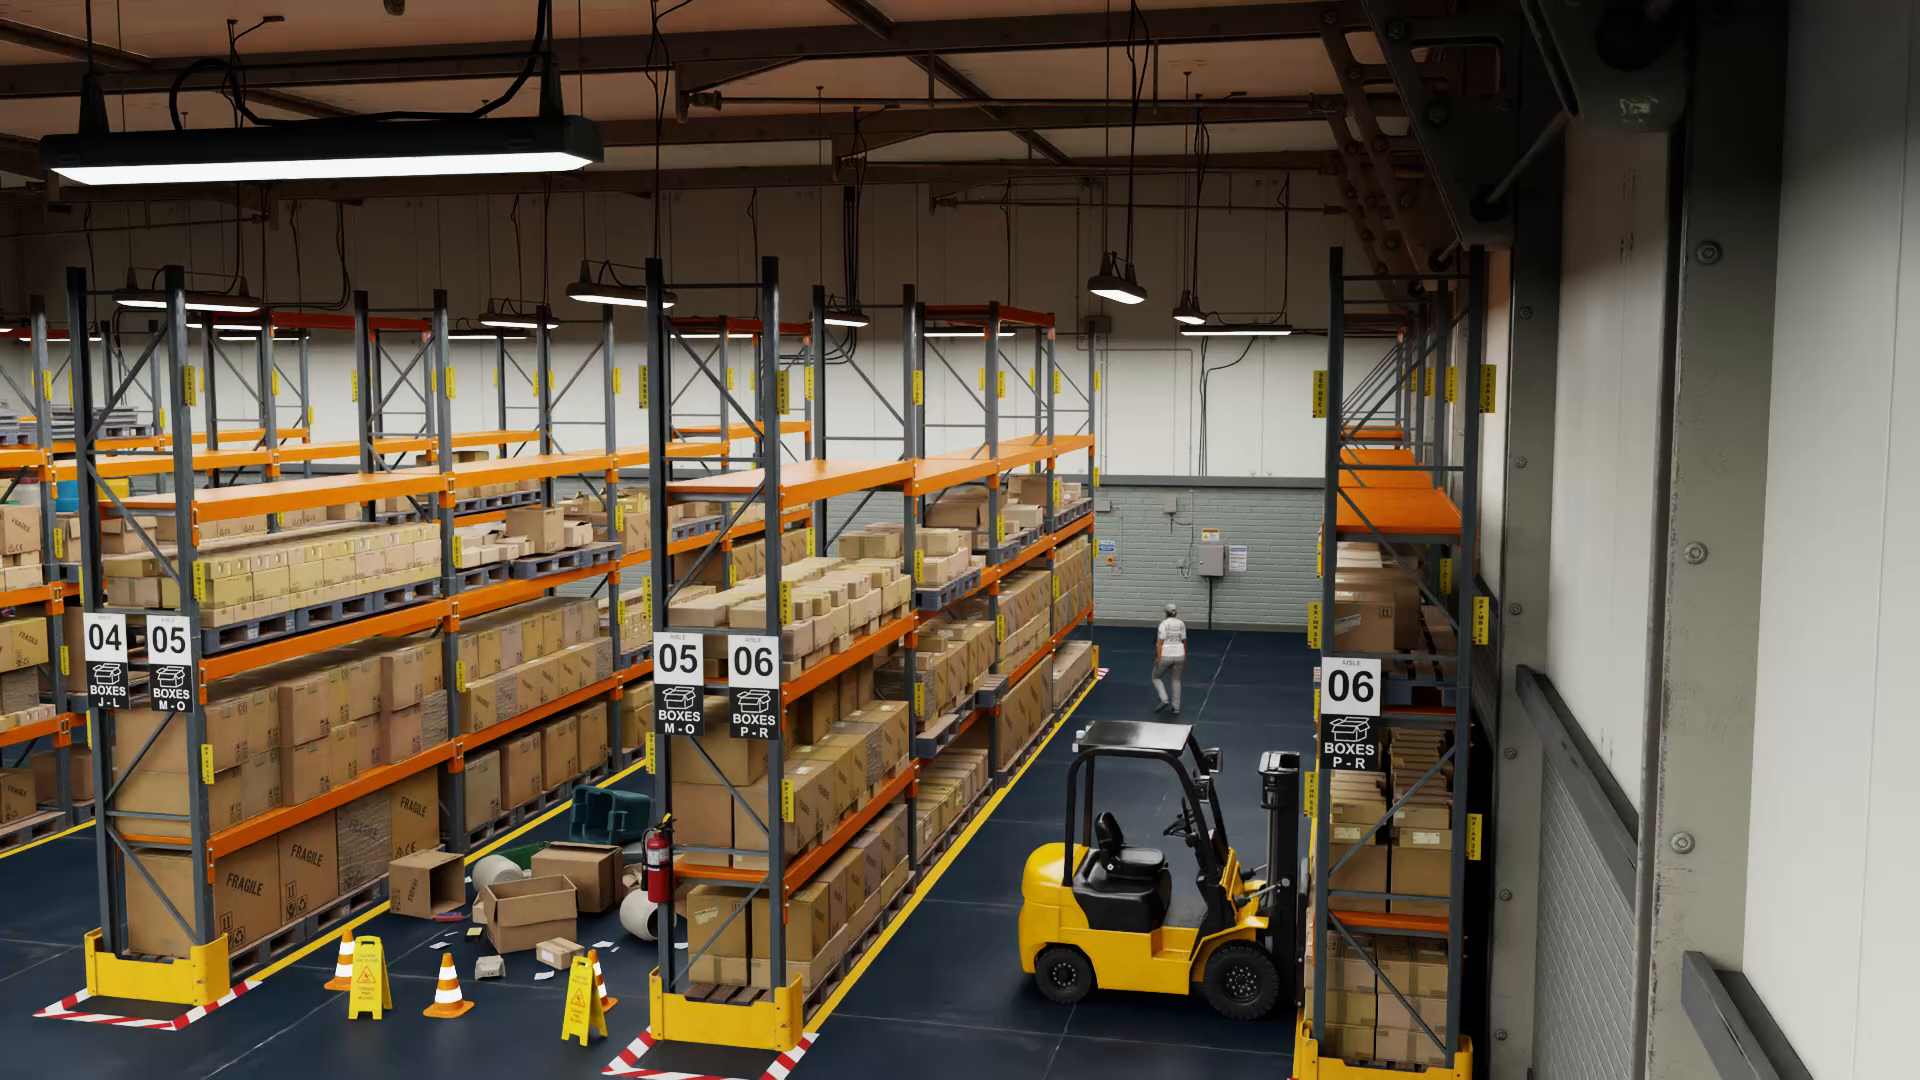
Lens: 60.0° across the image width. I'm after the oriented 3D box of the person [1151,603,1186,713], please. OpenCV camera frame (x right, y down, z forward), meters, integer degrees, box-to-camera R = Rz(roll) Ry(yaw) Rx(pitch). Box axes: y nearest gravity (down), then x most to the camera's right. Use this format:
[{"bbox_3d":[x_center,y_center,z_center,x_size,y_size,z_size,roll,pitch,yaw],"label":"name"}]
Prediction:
[{"bbox_3d":[3.186,1.794,25.195,0.536,1.663,0.461,-2,6,-21],"label":"person"}]
